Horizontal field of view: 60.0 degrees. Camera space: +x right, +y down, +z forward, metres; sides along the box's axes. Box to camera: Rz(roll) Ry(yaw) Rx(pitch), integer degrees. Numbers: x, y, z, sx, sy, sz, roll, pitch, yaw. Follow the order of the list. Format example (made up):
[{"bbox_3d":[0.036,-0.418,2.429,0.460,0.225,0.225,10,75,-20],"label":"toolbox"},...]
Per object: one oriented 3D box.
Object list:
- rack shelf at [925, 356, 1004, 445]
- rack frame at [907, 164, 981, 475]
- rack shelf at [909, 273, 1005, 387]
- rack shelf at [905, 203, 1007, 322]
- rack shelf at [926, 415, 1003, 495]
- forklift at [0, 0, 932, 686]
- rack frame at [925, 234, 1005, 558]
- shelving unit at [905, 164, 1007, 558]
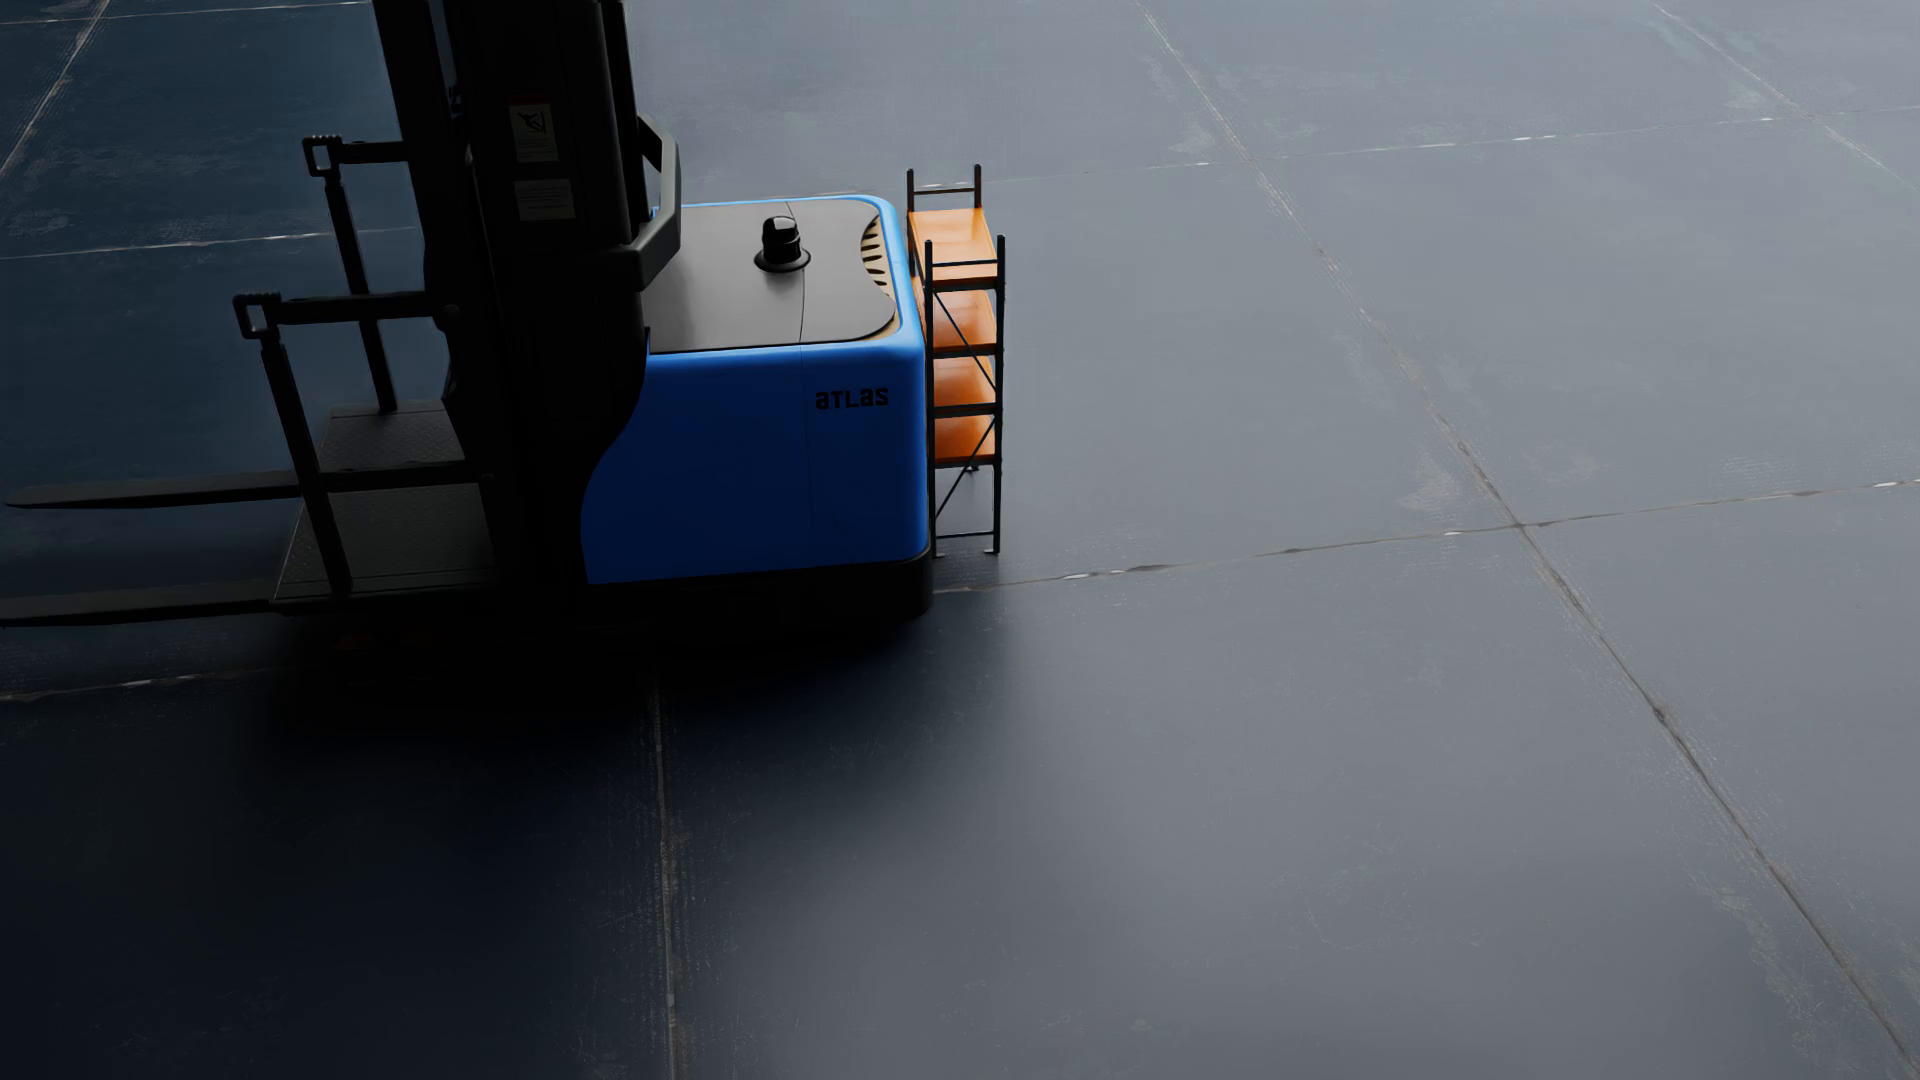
[{"bbox_3d":[-0.017,-0.520,5.551,0.258,0.148,0.480,-5,38,-6],"label":"rack shelf"},{"bbox_3d":[-0.050,-0.722,5.701,0.240,1.200,0.015,-5,38,-6],"label":"rack frame"},{"bbox_3d":[-0.017,-0.697,5.414,0.258,0.148,0.480,-5,38,-6],"label":"rack shelf"},{"bbox_3d":[-0.018,-0.884,5.269,0.258,0.148,0.480,-5,38,-6],"label":"rack shelf"},{"bbox_3d":[-0.017,-0.364,5.673,0.258,0.148,0.480,-5,38,-6],"label":"rack shelf"},{"bbox_3d":[-1.646,-1.050,4.713,3.031,2.935,1.130,-4,38,-6],"label":"forklift"},{"bbox_3d":[0.016,-0.425,5.319,0.240,1.200,0.015,-5,38,-6],"label":"rack frame"},{"bbox_3d":[-0.017,-0.574,5.510,0.258,1.200,0.503,-5,38,-6],"label":"shelving unit"}]
